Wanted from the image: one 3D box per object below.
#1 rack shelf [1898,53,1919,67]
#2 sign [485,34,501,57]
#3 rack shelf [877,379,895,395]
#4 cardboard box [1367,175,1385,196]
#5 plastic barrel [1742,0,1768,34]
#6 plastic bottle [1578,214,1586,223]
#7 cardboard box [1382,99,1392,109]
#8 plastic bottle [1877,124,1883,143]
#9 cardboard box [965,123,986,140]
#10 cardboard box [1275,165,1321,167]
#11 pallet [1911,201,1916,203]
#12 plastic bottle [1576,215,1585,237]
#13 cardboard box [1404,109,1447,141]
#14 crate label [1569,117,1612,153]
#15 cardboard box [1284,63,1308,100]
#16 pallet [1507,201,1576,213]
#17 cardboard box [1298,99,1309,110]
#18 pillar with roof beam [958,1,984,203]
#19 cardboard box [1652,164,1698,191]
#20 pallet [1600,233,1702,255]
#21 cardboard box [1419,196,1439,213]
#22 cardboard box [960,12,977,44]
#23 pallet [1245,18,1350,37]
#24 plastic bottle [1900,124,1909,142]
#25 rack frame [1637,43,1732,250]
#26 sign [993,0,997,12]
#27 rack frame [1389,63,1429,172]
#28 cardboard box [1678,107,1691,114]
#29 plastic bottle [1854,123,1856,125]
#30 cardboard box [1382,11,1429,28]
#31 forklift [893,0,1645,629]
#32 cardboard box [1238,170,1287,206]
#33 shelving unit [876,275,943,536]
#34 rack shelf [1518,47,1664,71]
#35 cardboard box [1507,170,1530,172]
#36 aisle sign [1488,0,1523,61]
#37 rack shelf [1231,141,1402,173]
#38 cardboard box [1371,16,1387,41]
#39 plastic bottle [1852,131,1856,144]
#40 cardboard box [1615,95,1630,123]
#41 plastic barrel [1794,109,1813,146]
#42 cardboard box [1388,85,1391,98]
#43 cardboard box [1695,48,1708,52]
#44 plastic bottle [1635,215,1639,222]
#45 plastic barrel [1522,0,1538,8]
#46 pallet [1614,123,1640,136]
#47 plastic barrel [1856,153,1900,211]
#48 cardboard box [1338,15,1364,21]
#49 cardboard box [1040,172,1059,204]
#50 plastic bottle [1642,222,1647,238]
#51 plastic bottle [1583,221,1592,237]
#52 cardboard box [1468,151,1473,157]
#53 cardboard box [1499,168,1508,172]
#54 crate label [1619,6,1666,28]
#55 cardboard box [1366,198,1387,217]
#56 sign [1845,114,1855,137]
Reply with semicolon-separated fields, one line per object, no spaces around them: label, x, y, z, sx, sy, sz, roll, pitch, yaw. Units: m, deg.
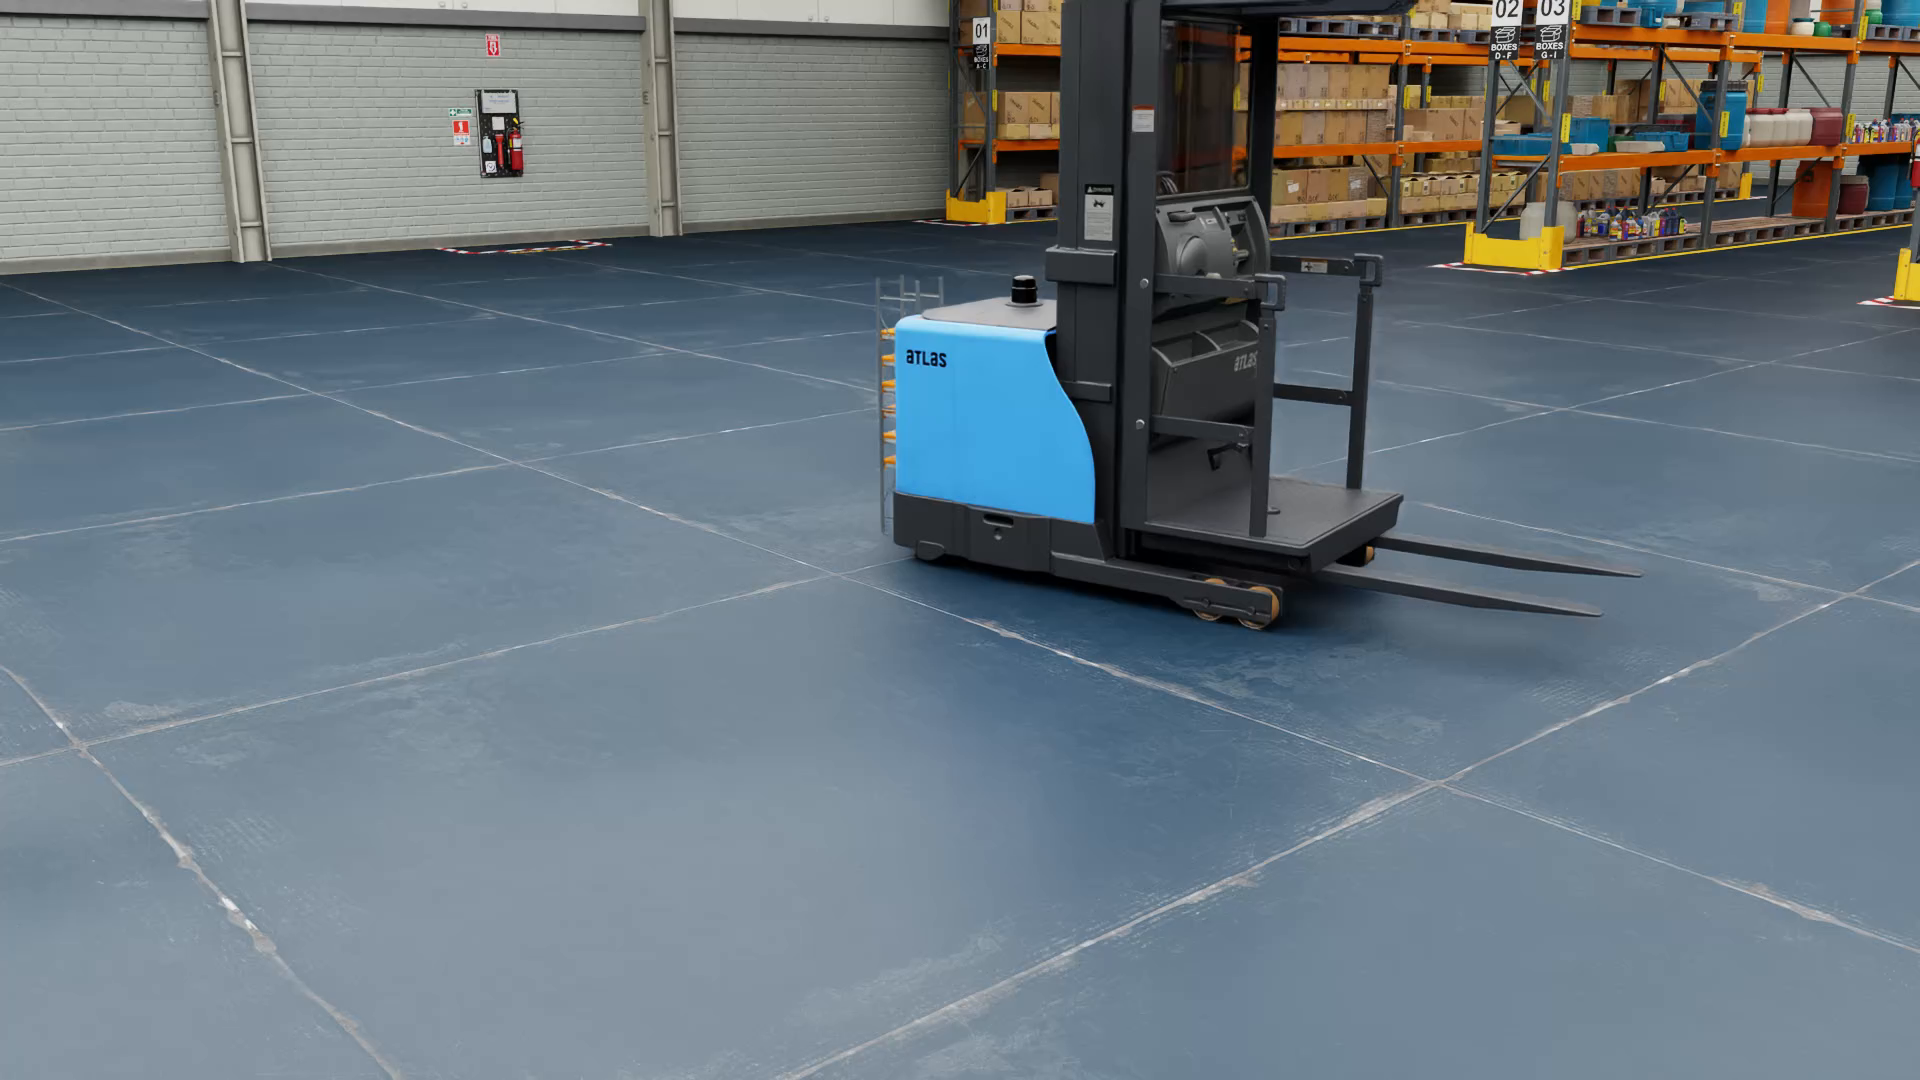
rack shelf;17.262;-8.249;28.403;4.000;0.370;1.077;-13;19;-39
sign;-6.329;-6.702;22.537;0.199;0.298;0.001;-13;19;-39
rack shelf;-0.225;-0.684;7.689;0.258;0.103;0.180;10;18;33
cardboard box;6.587;-5.689;26.662;0.500;0.311;0.500;-13;19;-39
plastic barrel;10.947;-7.495;23.213;0.708;0.901;0.600;-13;19;-39
plastic bottle;8.112;-4.130;21.825;0.135;0.276;0.152;-13;20;-41
cardboard box;6.405;-6.693;25.542;0.250;0.149;0.380;-13;20;-39
plastic bottle;14.176;-6.272;25.645;0.133;0.283;0.061;-13;19;-39
cardboard box;0.423;-6.759;27.493;0.500;0.250;0.500;-12;19;-39
cardboard box;5.160;-5.468;25.471;0.500;0.500;0.500;-13;19;-39
pallet;17.204;-5.802;29.061;1.213;0.211;1.003;-13;19;-39
plastic bottle;8.077;-4.090;21.659;0.133;0.283;0.061;-13;19;-39
cardboard box;7.457;-6.683;26.764;0.500;0.500;0.500;-11;18;-35
crate label;7.912;-5.158;21.178;0.616;0.435;0.502;-13;19;-39
cardboard box;4.626;-6.677;24.228;0.500;0.500;0.700;-13;19;-39
pallet;10.075;-5.868;29.310;1.213;0.211;1.003;-13;19;-39
cardboard box;4.860;-6.346;24.244;0.250;0.149;0.380;-13;20;-40
pillar with roof beam;2.984;-9.052;24.201;0.400;9.000;9.100;-13;19;-39
cardboard box;13.919;-7.100;32.502;0.637;0.503;0.797;-13;19;-39
pallet;9.185;-4.001;22.319;1.213;0.211;1.003;-13;19;-39
cardboard box;7.323;-5.400;26.667;0.500;0.250;0.500;-12;19;-38
cardboard box;0.346;-8.332;27.085;0.500;0.500;0.500;-11;18;-35
pallet;4.924;-7.470;24.262;1.213;0.211;1.003;-13;19;-39
plastic bottle;14.911;-6.449;26.322;0.135;0.276;0.152;-13;19;-39
rack frame;9.719;-5.454;22.355;0.127;3.000;1.000;-13;19;-39
sign;0.554;-8.471;26.143;0.005;0.325;0.100;-13;19;-39
rack frame;9.250;-8.738;34.649;0.127;3.000;1.000;-13;19;-39
cardboard box;13.452;-7.943;31.480;0.500;0.500;0.500;-12;19;-38
plastic bottle;14.281;-6.549;26.694;0.135;0.276;0.152;-13;19;-39
cardboard box;6.941;-8.101;25.929;0.500;0.250;0.500;-10;18;-34
forklift;1.206;-1.225;6.657;3.031;2.935;1.130;10;18;33
cardboard box;4.379;-5.110;24.131;0.500;0.500;0.500;-13;19;-39
shelving unit;-0.225;-0.611;7.708;0.258;1.200;0.189;10;18;33
rack shelf;10.996;-8.537;29.478;4.000;0.370;1.077;-13;19;-39
cardboard box;10.039;-6.305;29.534;0.500;0.500;0.500;-12;19;-37
aisle sign;6.452;-6.078;19.654;0.004;0.787;0.394;-13;19;-39
rack shelf;4.961;-5.732;24.792;4.000;0.370;1.077;-13;19;-39
cardboard box;8.137;-10.213;33.314;0.500;0.500;0.700;-13;20;-40
plastic bottle;13.454;-6.077;25.072;0.097;0.201;0.097;0;15;0
cardboard box;12.001;-7.988;30.837;0.700;0.500;0.500;8;17;28
plastic barrel;12.100;-5.970;24.069;0.421;0.512;0.421;0;15;0
cardboard box;8.289;-9.002;33.375;0.500;0.250;0.500;-12;19;-38
cardboard box;13.792;-9.353;31.432;0.500;0.250;0.500;-13;19;-39
plastic bottle;8.838;-4.095;21.681;0.133;0.283;0.061;-13;19;-39
plastic barrel;6.984;-6.743;19.722;0.708;0.830;0.600;-13;19;-39
pallet;11.830;-7.567;30.639;1.213;0.211;1.003;-13;19;-39
plastic barrel;14.798;-5.789;26.864;0.708;0.901;0.600;-13;19;-39
cardboard box;5.739;-7.759;24.576;0.250;0.149;0.380;-13;19;-39
cardboard box;1.795;-6.021;28.468;0.500;0.500;0.700;-14;21;-43
plastic bottle;8.837;-4.010;21.519;0.097;0.201;0.097;0;15;0
plastic bottle;8.208;-4.073;21.756;0.097;0.201;0.097;0;15;0
cardboard box;11.006;-8.474;36.437;0.250;0.149;0.380;-12;19;-39
cardboard box;11.805;-8.272;36.937;0.500;0.500;0.700;-13;19;-39
crate label;8.330;-6.406;20.397;0.408;0.251;0.502;-13;19;-39
cardboard box;6.264;-5.172;25.815;0.500;0.250;0.500;-13;19;-39
sign;13.103;-6.104;24.474;0.005;0.325;0.100;-13;19;-39
